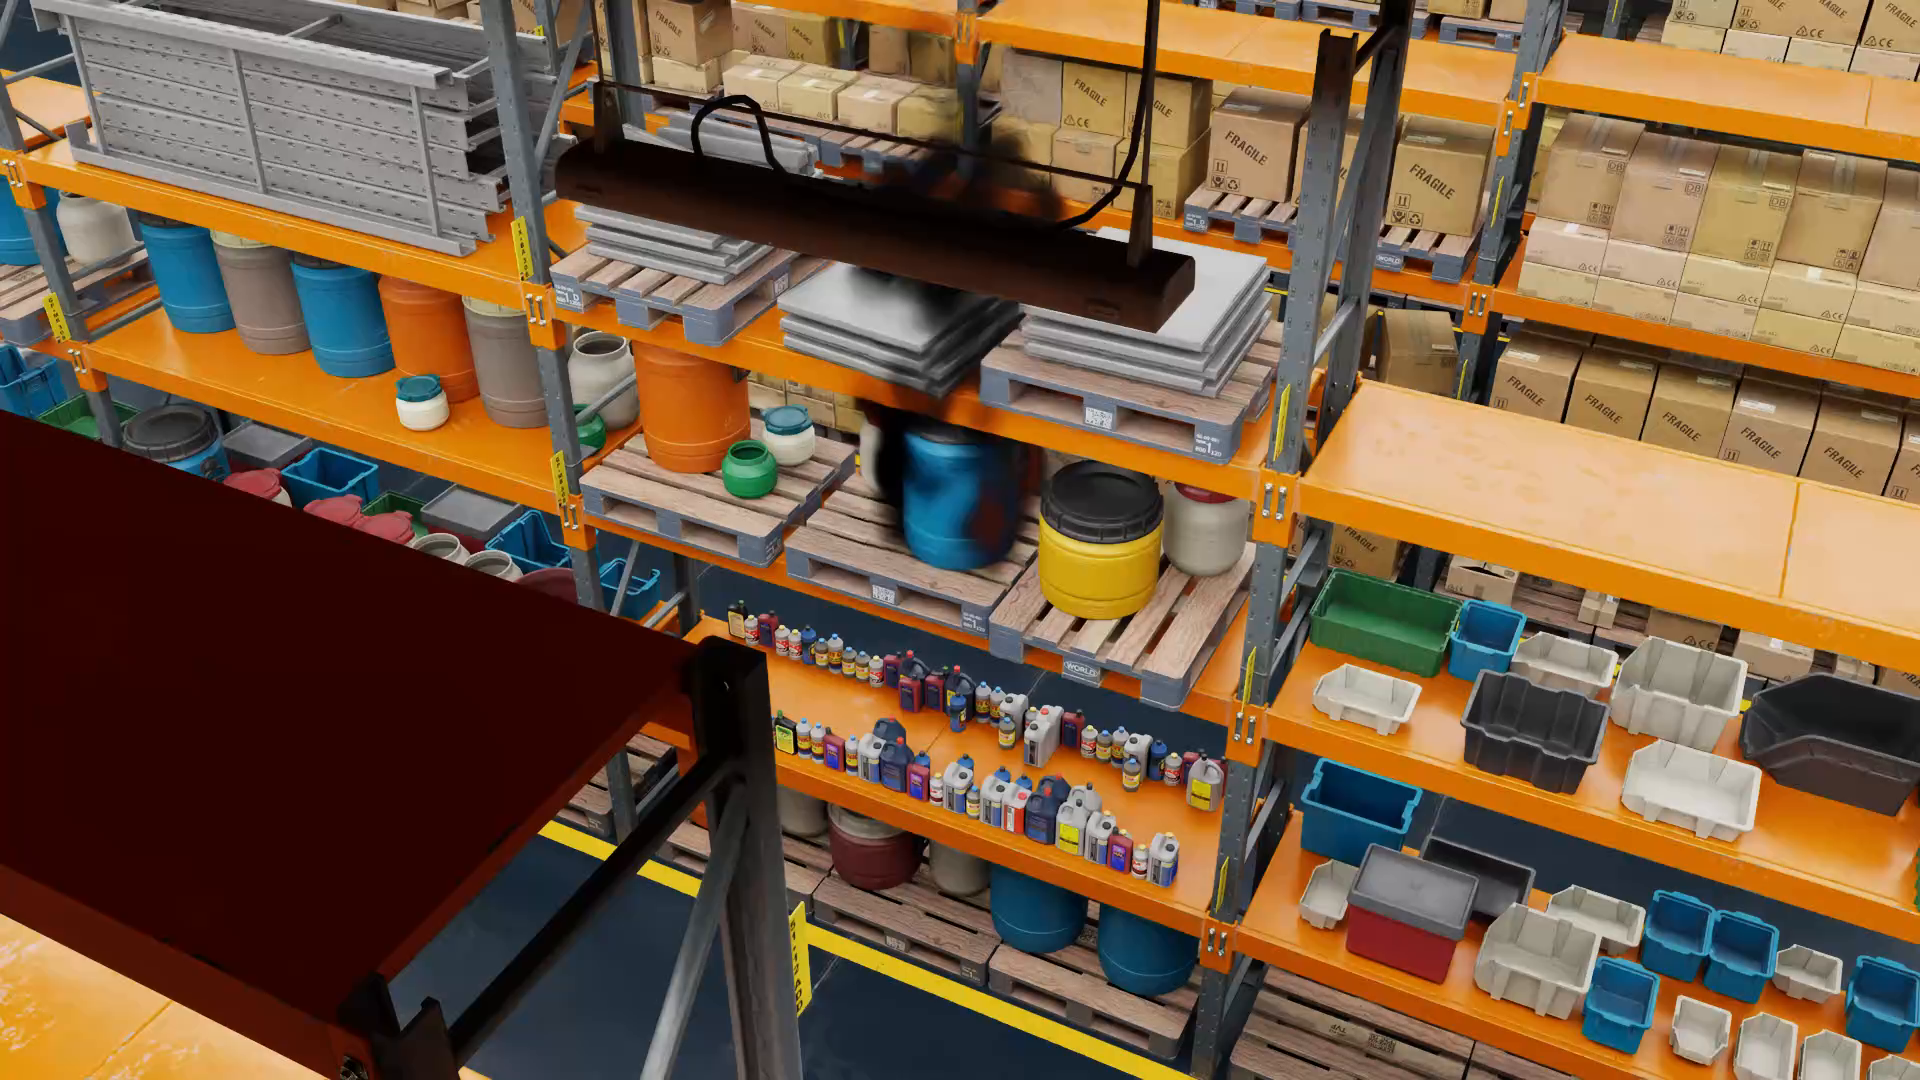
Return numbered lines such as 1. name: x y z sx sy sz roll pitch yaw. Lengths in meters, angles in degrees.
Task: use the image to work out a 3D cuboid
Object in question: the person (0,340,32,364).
1. person: -8.407 -1.621 14.723 0.917 1.685 0.648 6 35 9
